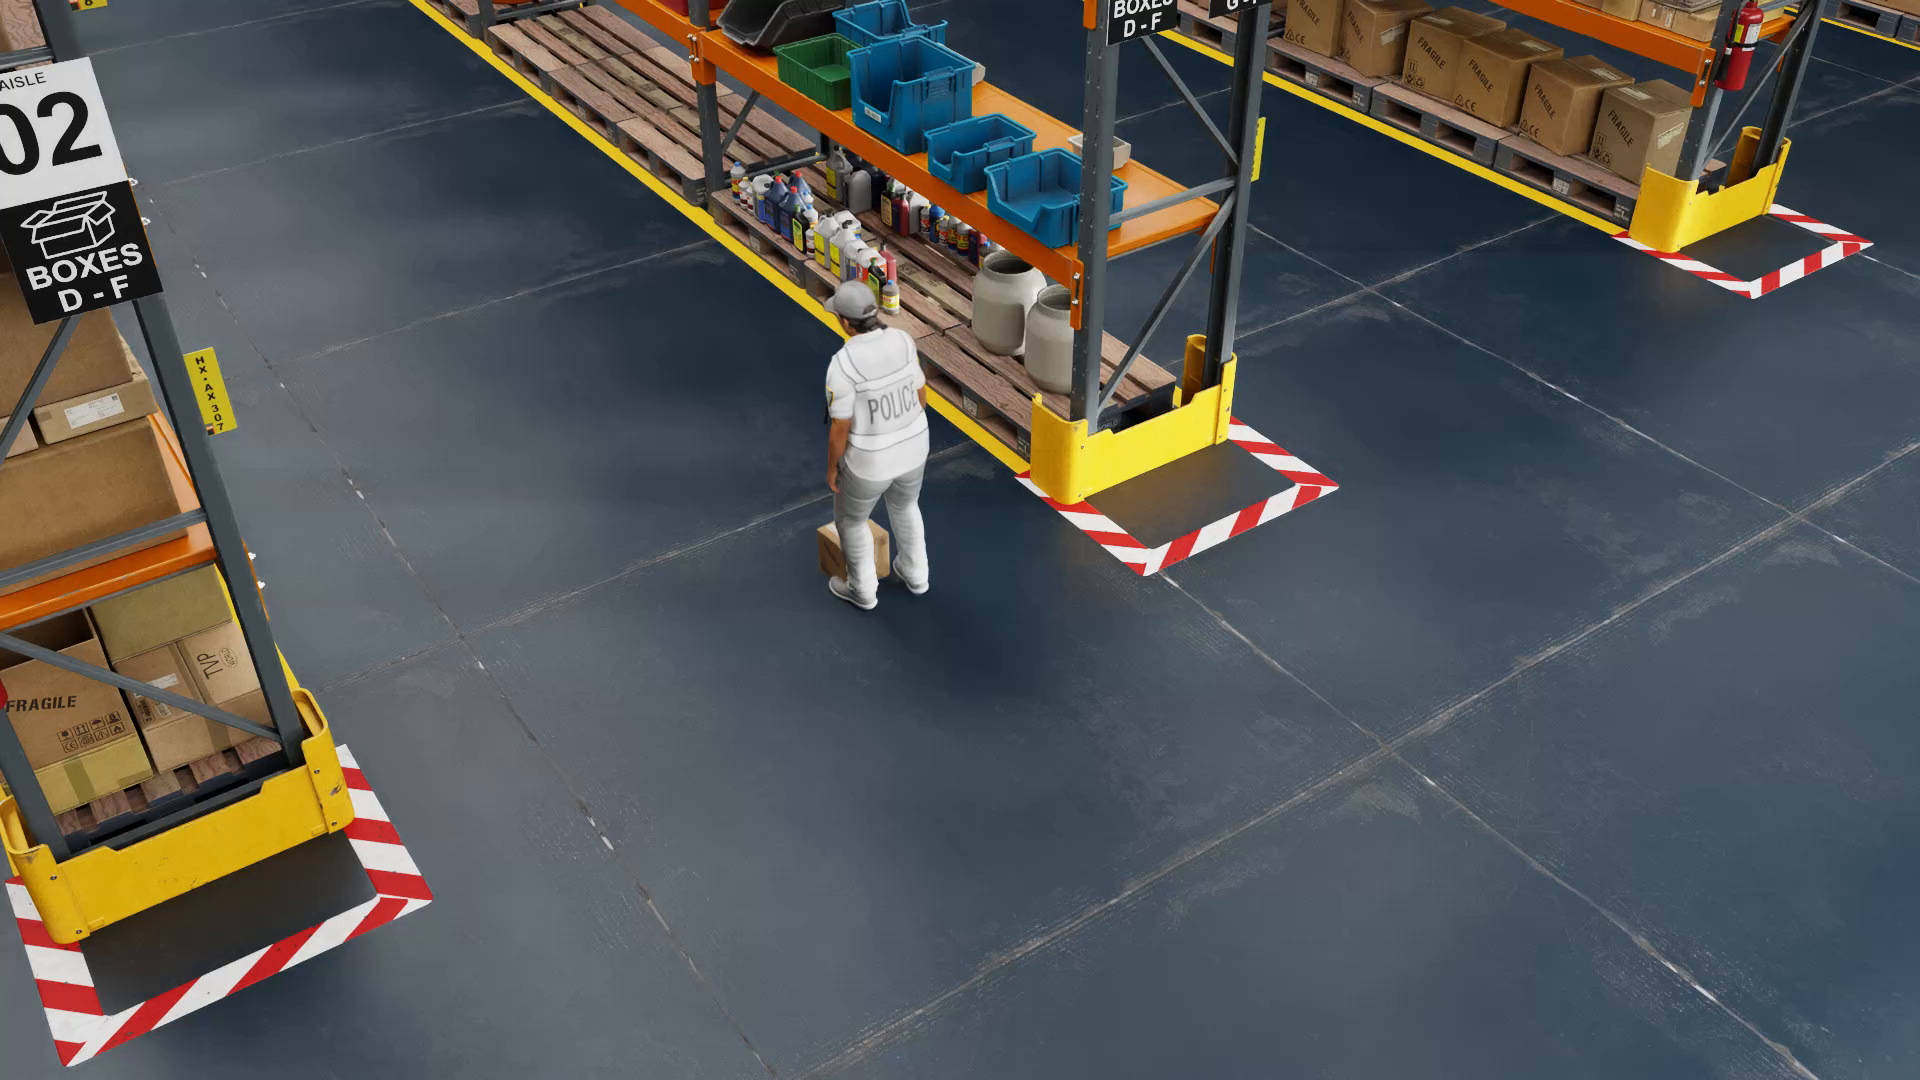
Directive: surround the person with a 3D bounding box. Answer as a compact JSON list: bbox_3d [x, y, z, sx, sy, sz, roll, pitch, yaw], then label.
[{"bbox_3d":[-0.384,-0.407,7.545,0.549,1.664,0.470,-25,43,-29],"label":"person"}]
